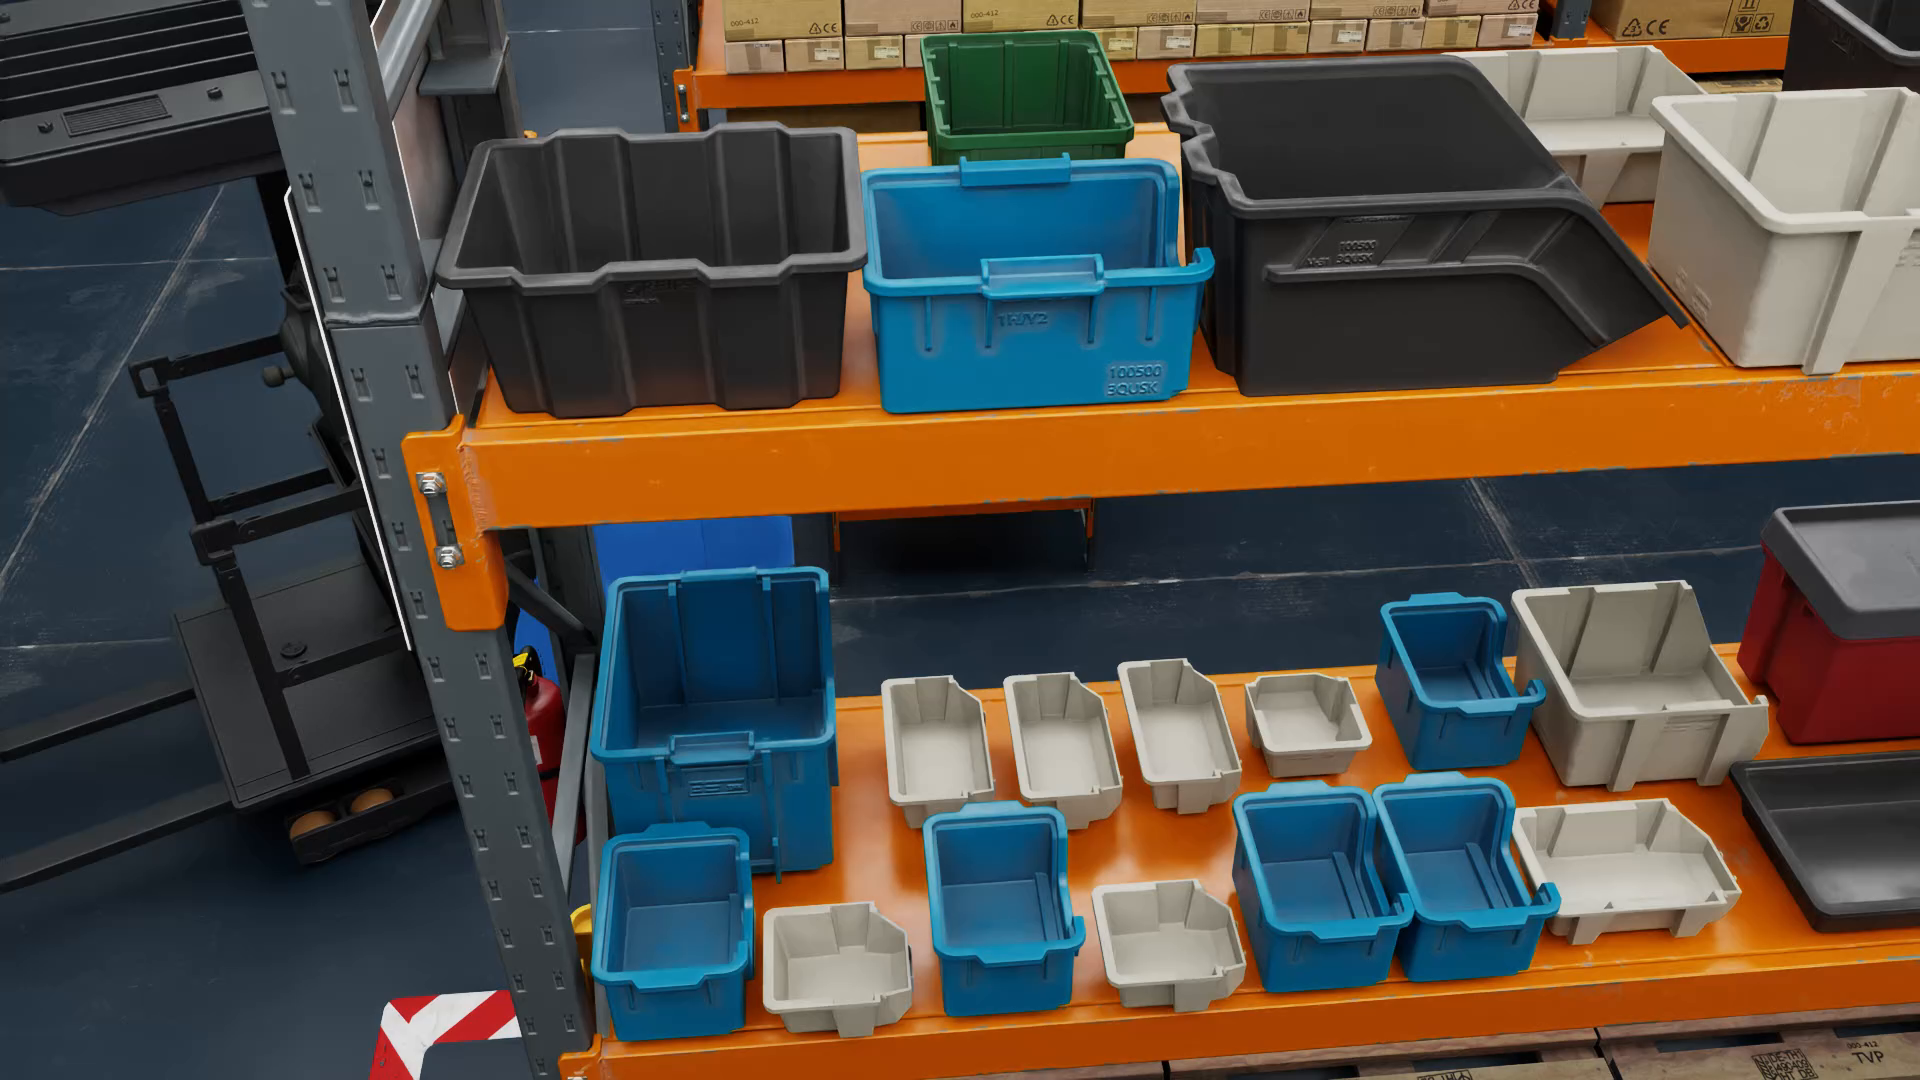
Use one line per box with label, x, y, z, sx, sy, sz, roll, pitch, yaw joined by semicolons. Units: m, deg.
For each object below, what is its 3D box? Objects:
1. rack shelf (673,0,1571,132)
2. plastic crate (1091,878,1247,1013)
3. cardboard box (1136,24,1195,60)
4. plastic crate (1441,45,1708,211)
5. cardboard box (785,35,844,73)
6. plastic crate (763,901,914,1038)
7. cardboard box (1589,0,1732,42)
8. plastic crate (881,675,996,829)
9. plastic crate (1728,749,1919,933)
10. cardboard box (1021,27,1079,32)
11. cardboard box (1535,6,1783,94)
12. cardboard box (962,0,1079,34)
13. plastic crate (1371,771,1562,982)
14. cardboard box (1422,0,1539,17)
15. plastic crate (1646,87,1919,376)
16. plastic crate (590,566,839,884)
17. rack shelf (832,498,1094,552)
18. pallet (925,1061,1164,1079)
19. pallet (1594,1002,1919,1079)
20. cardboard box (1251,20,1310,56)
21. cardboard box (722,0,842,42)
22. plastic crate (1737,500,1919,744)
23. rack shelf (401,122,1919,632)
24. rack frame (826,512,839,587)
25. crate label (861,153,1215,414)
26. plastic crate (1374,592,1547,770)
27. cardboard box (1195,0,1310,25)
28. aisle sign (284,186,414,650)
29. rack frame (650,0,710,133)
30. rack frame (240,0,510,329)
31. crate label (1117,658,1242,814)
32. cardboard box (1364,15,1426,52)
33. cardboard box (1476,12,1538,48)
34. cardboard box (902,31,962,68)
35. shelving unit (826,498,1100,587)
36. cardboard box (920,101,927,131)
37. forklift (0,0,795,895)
rack shelf;0.707;-2.305;7.831;4.000;0.370;1.077;-3;38;-4
plastic crate;0.431;0.844;3.423;0.298;0.136;0.250;-3;38;-4
cardboard box;0.890;-2.296;7.441;0.250;0.149;0.380;-3;38;-3
plastic crate;1.189;-0.762;3.086;0.530;0.136;0.437;-3;38;-4
cardboard box;-0.647;-2.210;7.332;0.250;0.149;0.380;-4;38;-5
plastic crate;-0.245;0.881;3.376;0.298;0.136;0.250;-3;38;-4
cardboard box;3.179;-2.608;7.552;0.500;0.500;0.500;-3;38;-4
plastic crate;-0.051;0.502;3.857;0.243;0.136;0.396;-3;38;-4
plastic crate;2.046;0.670;3.653;0.590;0.125;0.437;-3;38;-4
cardboard box;0.378;-2.267;7.405;0.250;0.149;0.380;-4;38;-4
cardboard box;3.334;-2.076;8.335;0.875;0.875;1.225;-3;38;-4
cardboard box;0.235;-2.453;7.319;0.500;0.250;0.500;-4;38;-5
plastic crate;1.039;0.721;3.501;0.300;0.233;0.416;-3;38;-4
cardboard box;2.282;-2.569;7.465;0.500;0.250;0.500;-4;38;-5
plastic crate;1.388;-0.484;2.616;0.530;0.282;0.437;-3;38;-4
plastic crate;-0.530;0.407;3.736;0.499;0.435;0.616;-3;38;-4
rack shelf;-0.007;-0.249;6.553;1.000;0.278;0.538;-3;38;-4
pallet;-0.022;1.651;4.487;1.213;0.211;1.003;-3;38;-4
pallet;2.409;1.518;4.656;1.213;0.211;1.003;-3;38;-4
cardboard box;1.399;-2.323;7.476;0.250;0.149;0.380;-2;38;-3
cardboard box;-0.783;-2.396;7.245;0.500;0.250;0.500;-4;38;-5
plastic crate;2.226;0.204;3.970;0.583;0.464;0.402;-3;38;-4
rack shelf;1.145;-0.427;3.029;4.000;0.370;1.077;-3;38;-4
rack frame;-0.513;-0.413;6.366;0.032;1.125;0.500;-3;38;-4
crate label;0.101;-0.392;2.524;0.502;0.251;0.408;-3;38;-4
plastic crate;1.176;0.349;3.972;0.300;0.233;0.416;-3;38;-4
cardboard box;1.259;-2.511;7.392;0.500;0.250;0.500;-2;38;-3
aisle sign;-0.892;-0.255;2.553;0.004;0.787;0.394;-3;38;-4
rack frame;-1.285;-2.478;7.469;0.127;3.000;1.000;-3;38;-4
rack frame;-0.847;-1.777;1.737;0.127;3.000;1.000;-3;38;-4
crate label;0.515;0.464;3.904;0.243;0.136;0.396;-3;38;-4
cardboard box;1.912;-2.352;7.512;0.250;0.149;0.380;-4;38;-5
cardboard box;2.424;-2.380;7.547;0.250;0.149;0.380;-3;38;-4
cardboard box;-0.133;-2.239;7.369;0.250;0.149;0.380;-4;38;-5
shelving unit;-0.007;-0.441;6.401;1.048;1.125;0.538;-3;38;-4
cardboard box;0.251;-1.943;8.167;0.875;0.875;0.875;-3;38;-4
forklift;-2.101;-0.478;4.990;3.031;2.935;1.130;-20;43;-24
